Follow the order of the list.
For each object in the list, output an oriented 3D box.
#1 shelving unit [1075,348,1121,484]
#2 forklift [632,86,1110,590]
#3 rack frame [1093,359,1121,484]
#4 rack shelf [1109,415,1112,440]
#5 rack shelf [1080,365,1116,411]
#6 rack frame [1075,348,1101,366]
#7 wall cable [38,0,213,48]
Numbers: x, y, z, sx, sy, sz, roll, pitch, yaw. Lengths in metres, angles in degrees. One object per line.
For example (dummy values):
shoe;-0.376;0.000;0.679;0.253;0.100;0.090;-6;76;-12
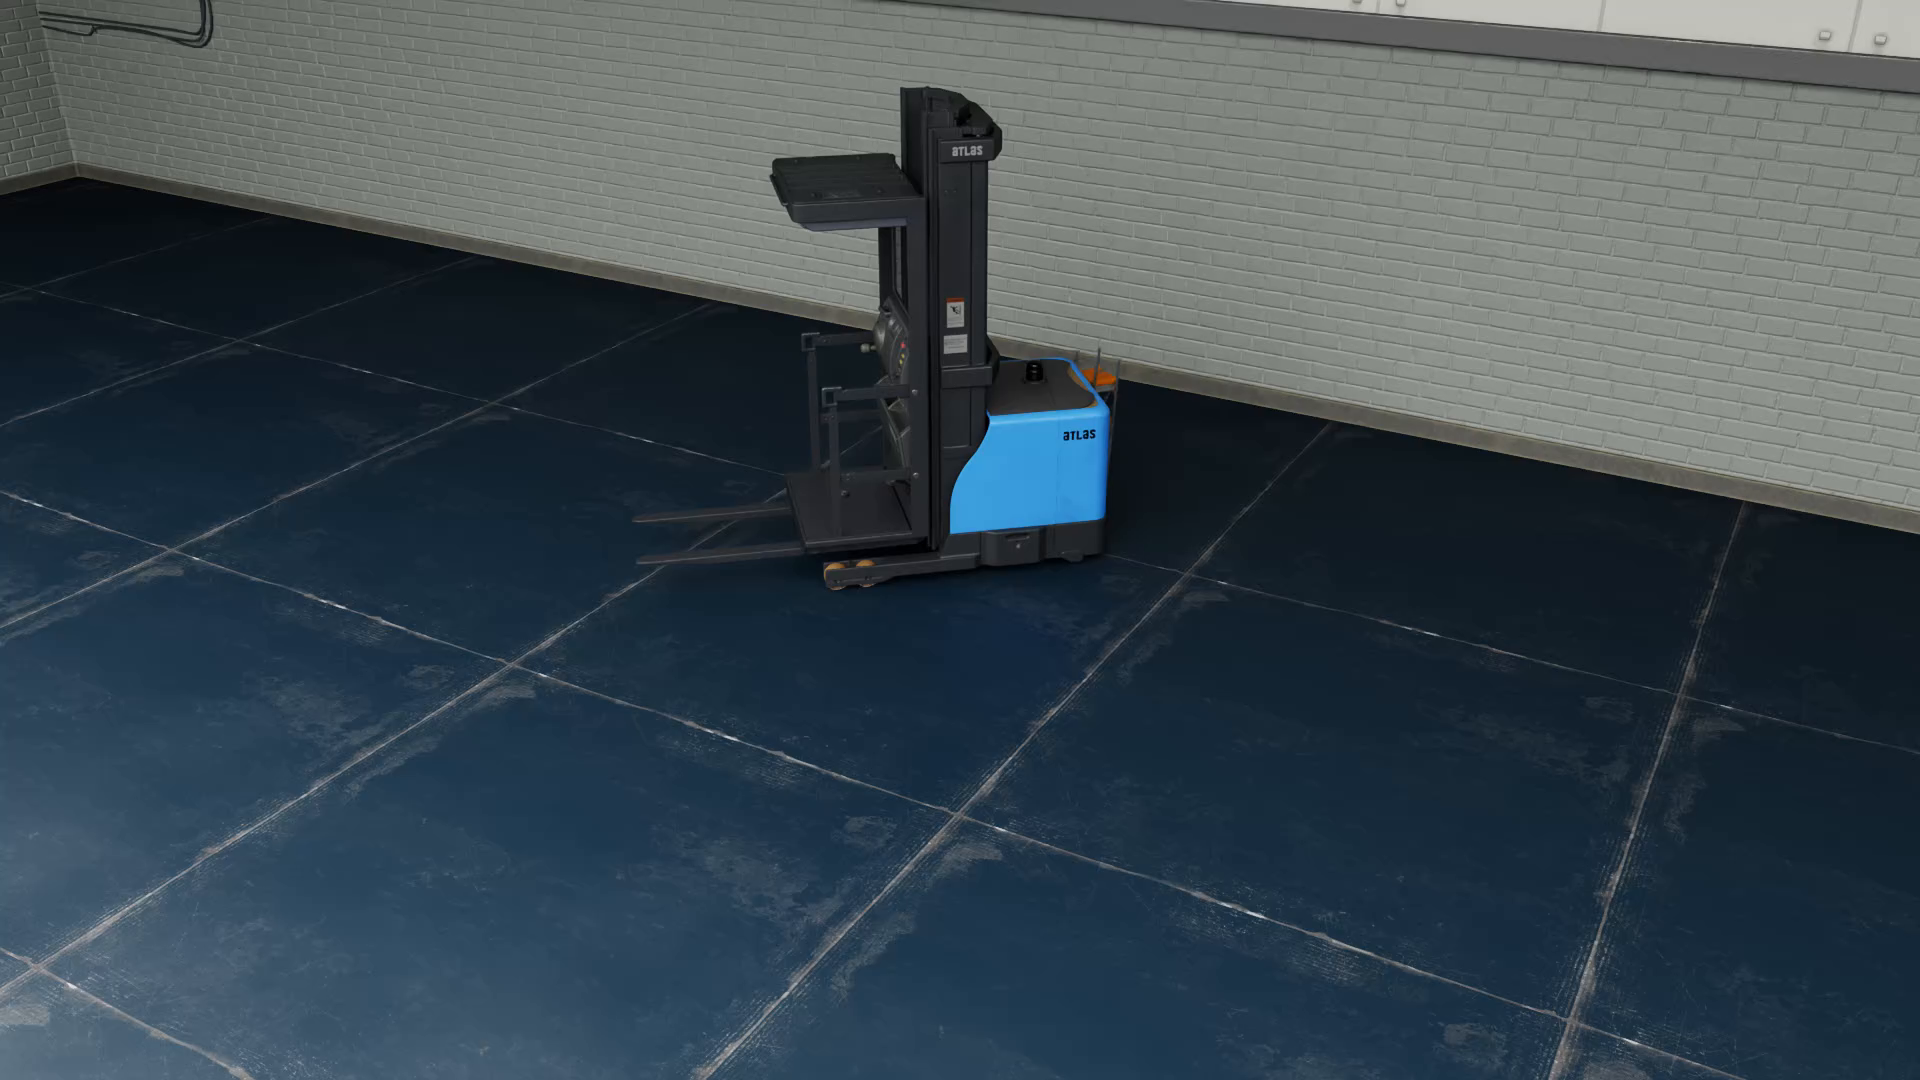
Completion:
shelving unit;0.910;-0.785;11.549;0.215;1.050;0.252;-10;28;-28
forklift;-0.610;-1.253;10.398;3.031;2.935;1.130;-5;27;-11
rack frame;0.969;-0.737;11.454;0.200;1.050;0.008;-10;28;-28
rack shelf;0.910;-0.775;11.554;0.215;0.259;0.240;-10;28;-28
rack shelf;0.926;-1.032;11.435;0.215;0.259;0.240;-10;28;-28
rack frame;0.851;-0.832;11.644;0.200;1.050;0.008;-10;28;-28
wall cable;-9.274;-6.647;17.864;3.097;2.526;0.112;14;30;26
